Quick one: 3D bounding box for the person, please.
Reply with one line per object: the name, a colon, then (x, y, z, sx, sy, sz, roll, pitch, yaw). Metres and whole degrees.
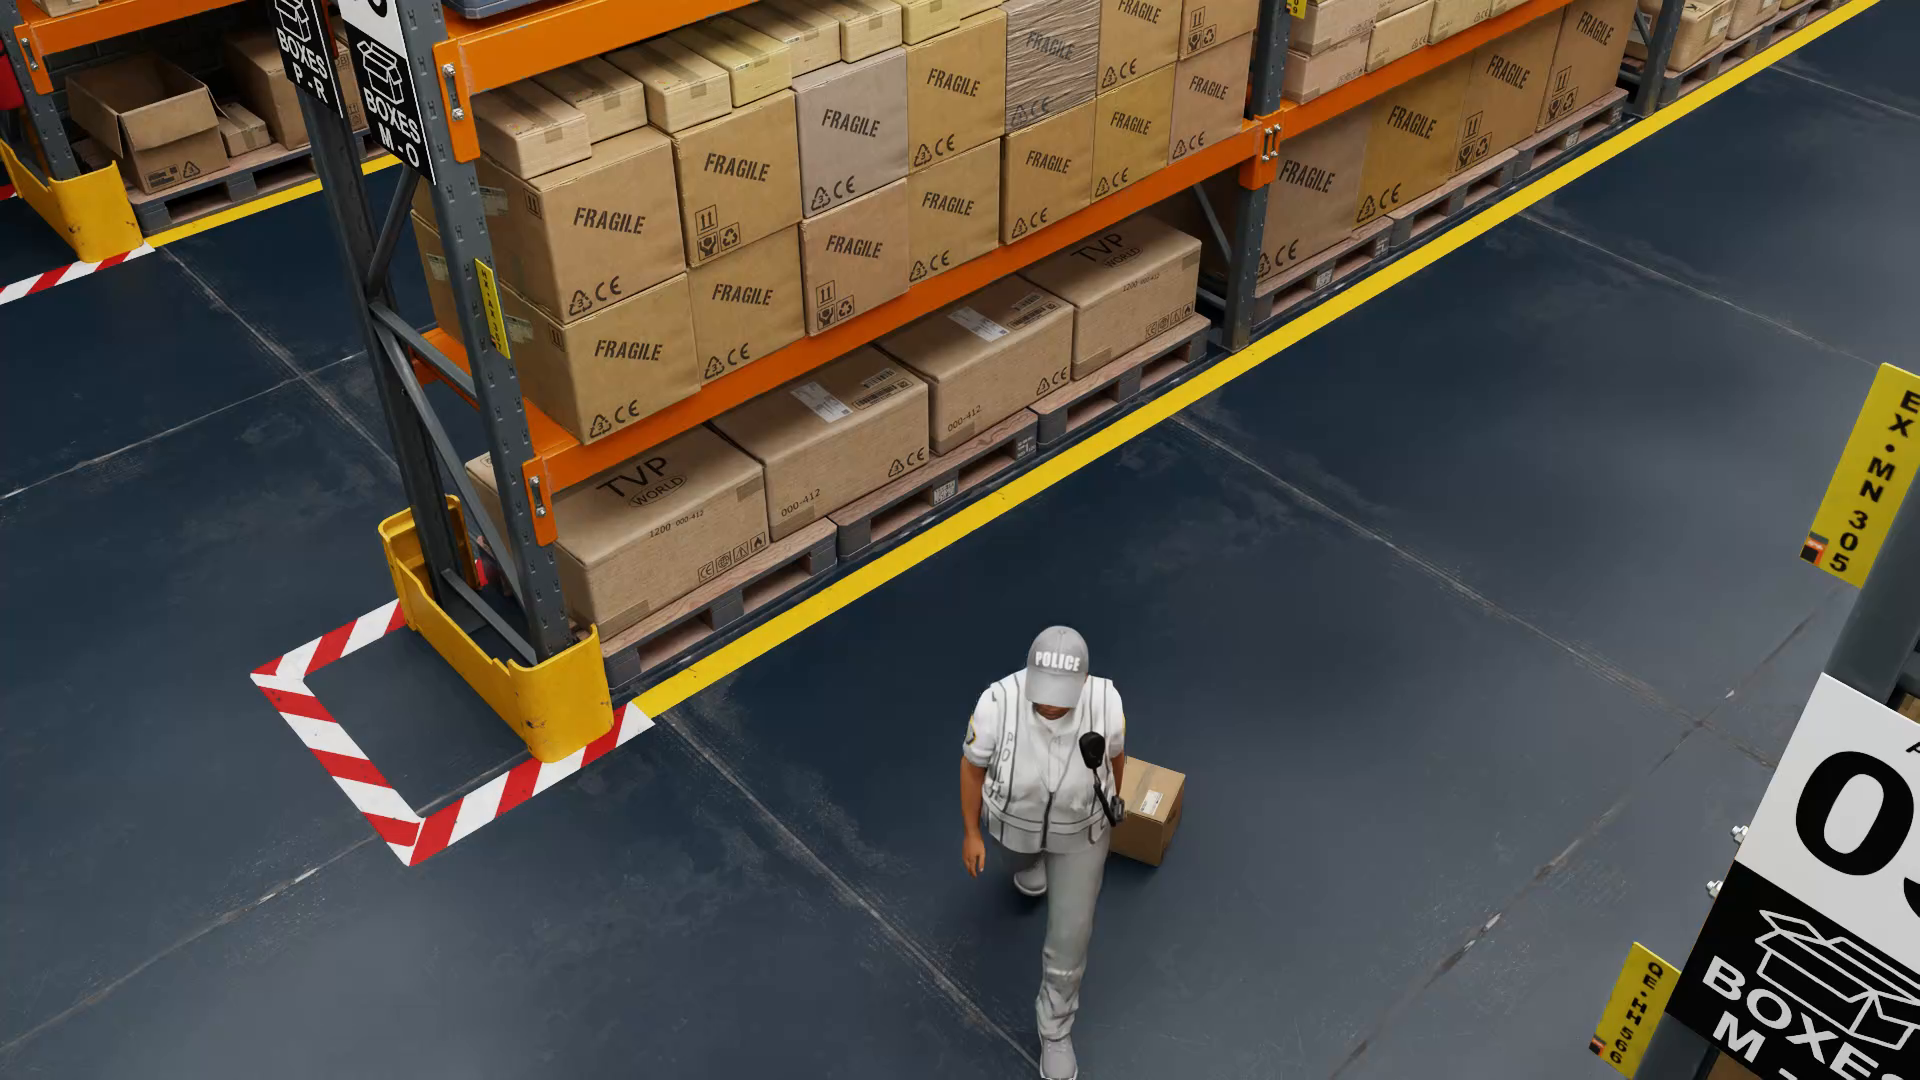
person: (0.258, 0.832, 5.176, 0.504, 1.609, 1.019, 4, 40, 5)
